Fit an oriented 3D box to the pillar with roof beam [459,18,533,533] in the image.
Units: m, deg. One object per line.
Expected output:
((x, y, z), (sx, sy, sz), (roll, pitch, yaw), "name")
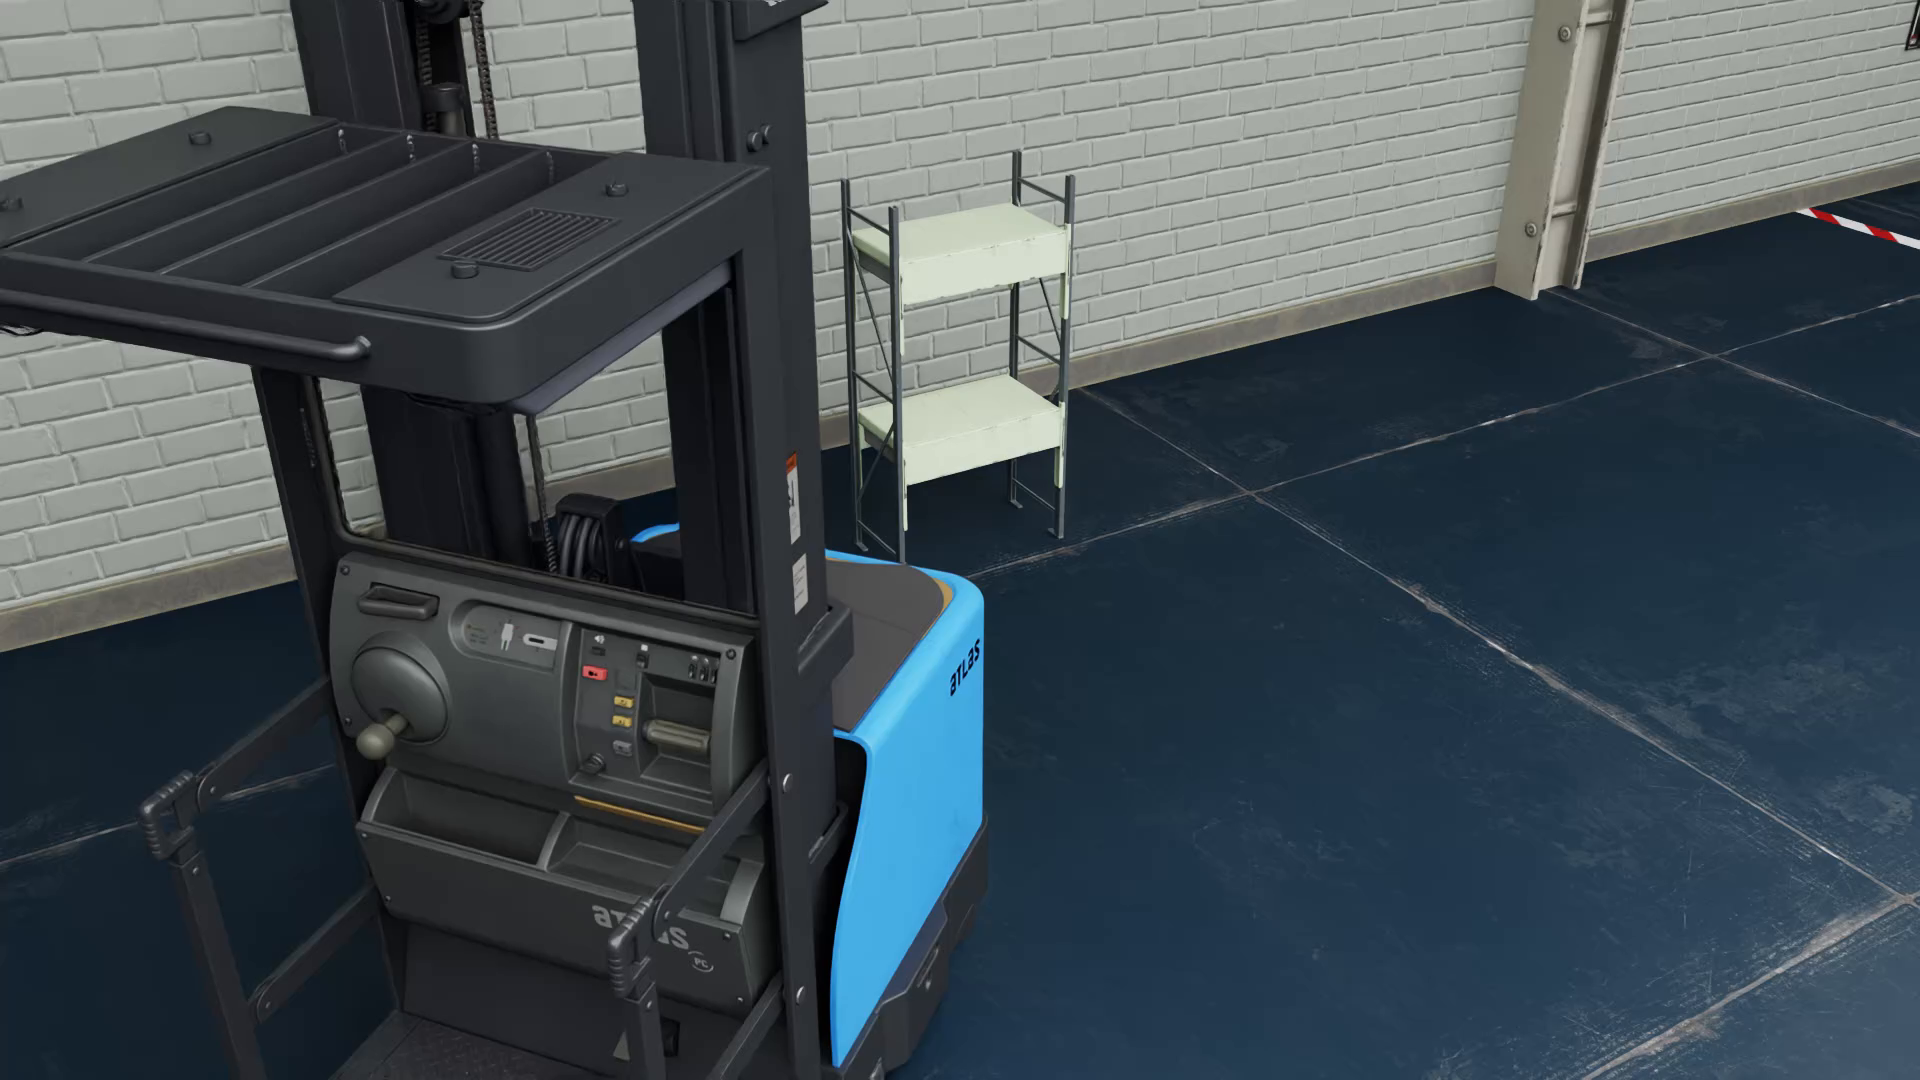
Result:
((0.236, -2.106, 1.253), (0.400, 9.000, 9.100), (-16, 33, -26), "pillar with roof beam")

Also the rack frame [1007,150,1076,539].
((0.310, -0.745, 6.547), (0.023, 1.500, 0.400), (-16, 33, -26), "rack frame")

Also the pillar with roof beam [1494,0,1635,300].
((5.409, -3.575, 3.915), (0.400, 9.000, 9.100), (-16, 33, -26), "pillar with roof beam")

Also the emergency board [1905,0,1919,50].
((6.234, -3.627, 10.218), (0.626, 1.169, 0.157), (-16, 33, -26), "emergency board")

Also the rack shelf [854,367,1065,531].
((-0.006, -0.370, 6.542), (0.720, 0.370, 0.431), (-16, 33, -26), "rack shelf")

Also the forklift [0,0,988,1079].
((-0.922, 0.337, 3.106), (1.130, 2.935, 3.031), (10, 31, 18), "forklift")

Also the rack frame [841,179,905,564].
((-0.321, -0.565, 6.222), (0.023, 1.500, 0.400), (-16, 33, -26), "rack frame")

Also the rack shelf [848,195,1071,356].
((-0.006, -0.997, 6.196), (0.720, 0.370, 0.431), (-16, 33, -26), "rack shelf")

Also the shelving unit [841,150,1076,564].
((-0.006, -0.655, 6.385), (0.755, 1.500, 0.431), (-16, 33, -26), "shelving unit")
